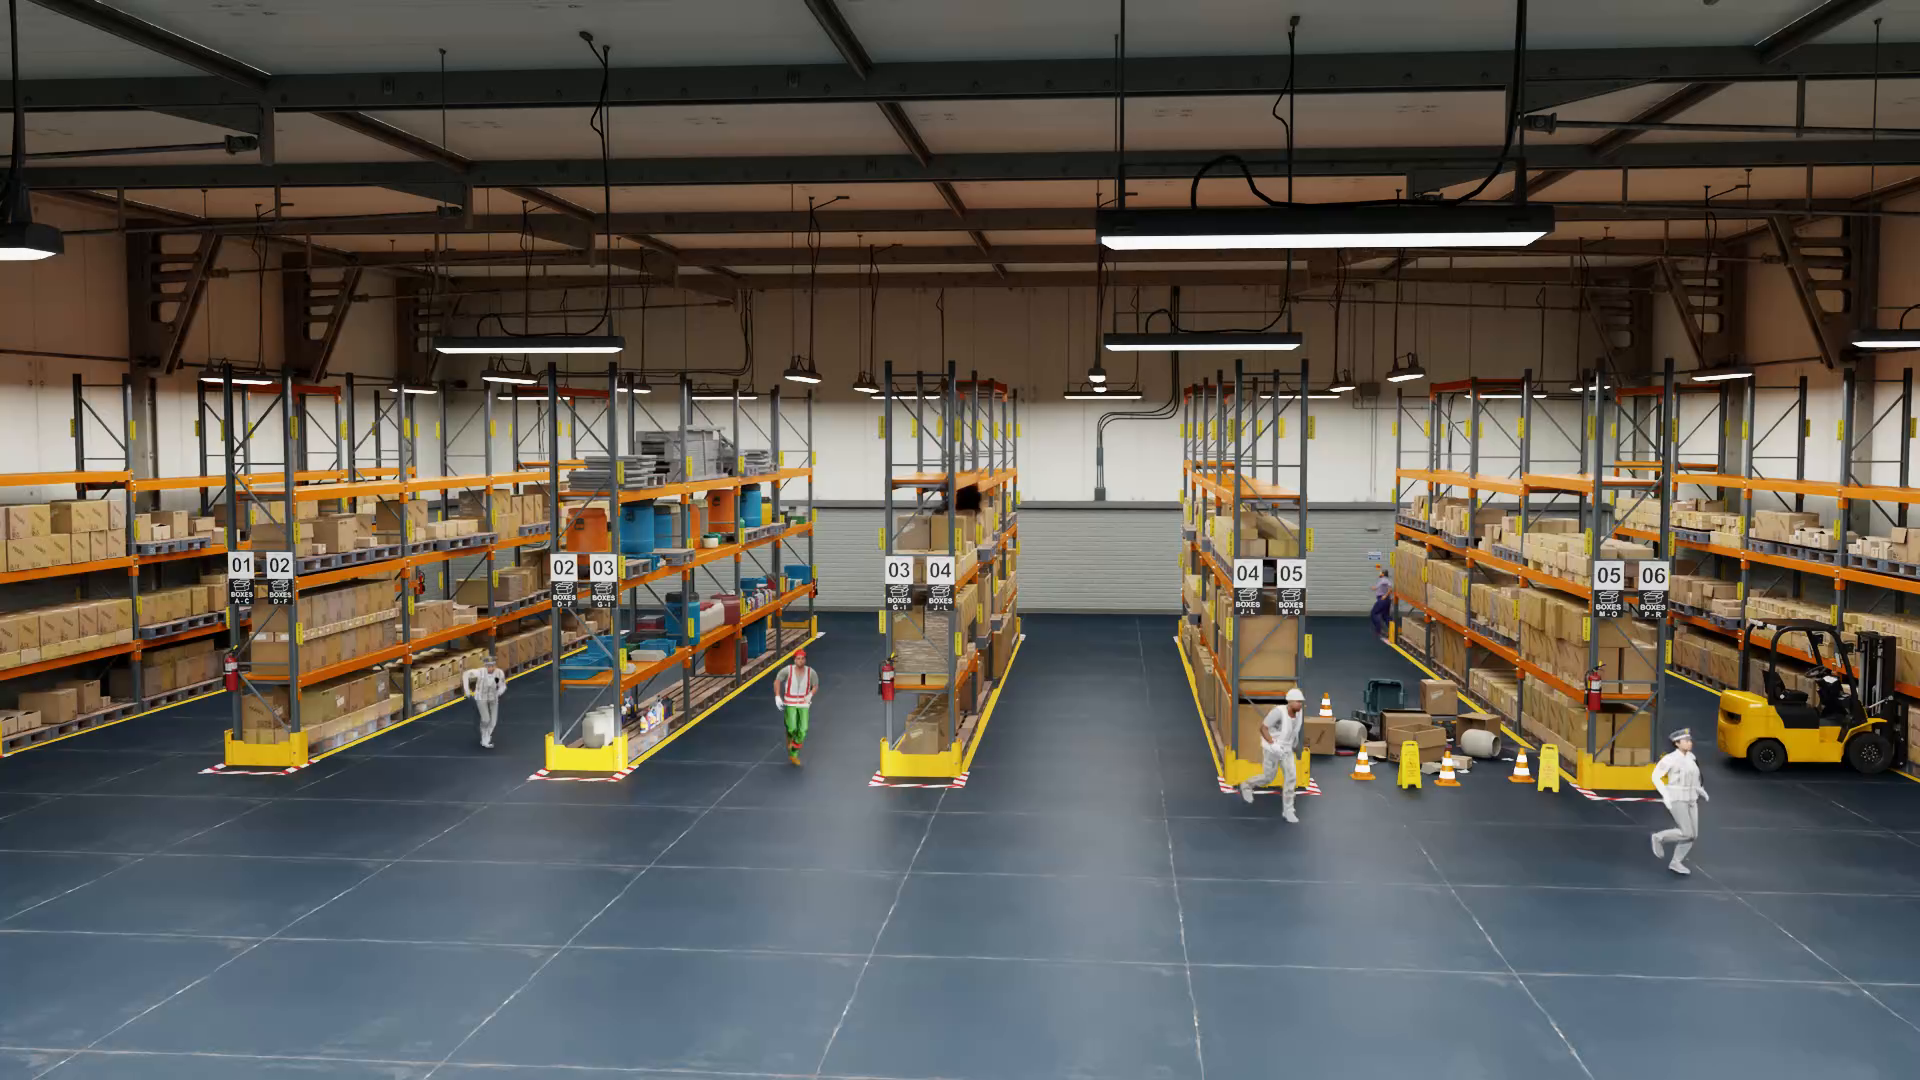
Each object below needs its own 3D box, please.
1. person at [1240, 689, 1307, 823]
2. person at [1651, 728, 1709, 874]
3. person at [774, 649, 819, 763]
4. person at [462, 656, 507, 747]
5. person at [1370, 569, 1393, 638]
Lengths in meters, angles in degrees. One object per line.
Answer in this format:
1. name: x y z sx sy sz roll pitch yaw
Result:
1. person: 4.066 2.748 21.595 0.706 1.728 1.032 -3 5 -42
2. person: 8.183 2.946 18.869 0.629 1.652 0.555 -2 4 -26
3. person: -2.442 2.497 24.976 0.660 1.731 0.637 -1 4 -12
4. person: -7.473 2.546 26.037 0.574 1.493 0.822 -2 4 -28
5. person: 10.264 1.550 40.334 0.656 1.699 0.602 2 4 22
